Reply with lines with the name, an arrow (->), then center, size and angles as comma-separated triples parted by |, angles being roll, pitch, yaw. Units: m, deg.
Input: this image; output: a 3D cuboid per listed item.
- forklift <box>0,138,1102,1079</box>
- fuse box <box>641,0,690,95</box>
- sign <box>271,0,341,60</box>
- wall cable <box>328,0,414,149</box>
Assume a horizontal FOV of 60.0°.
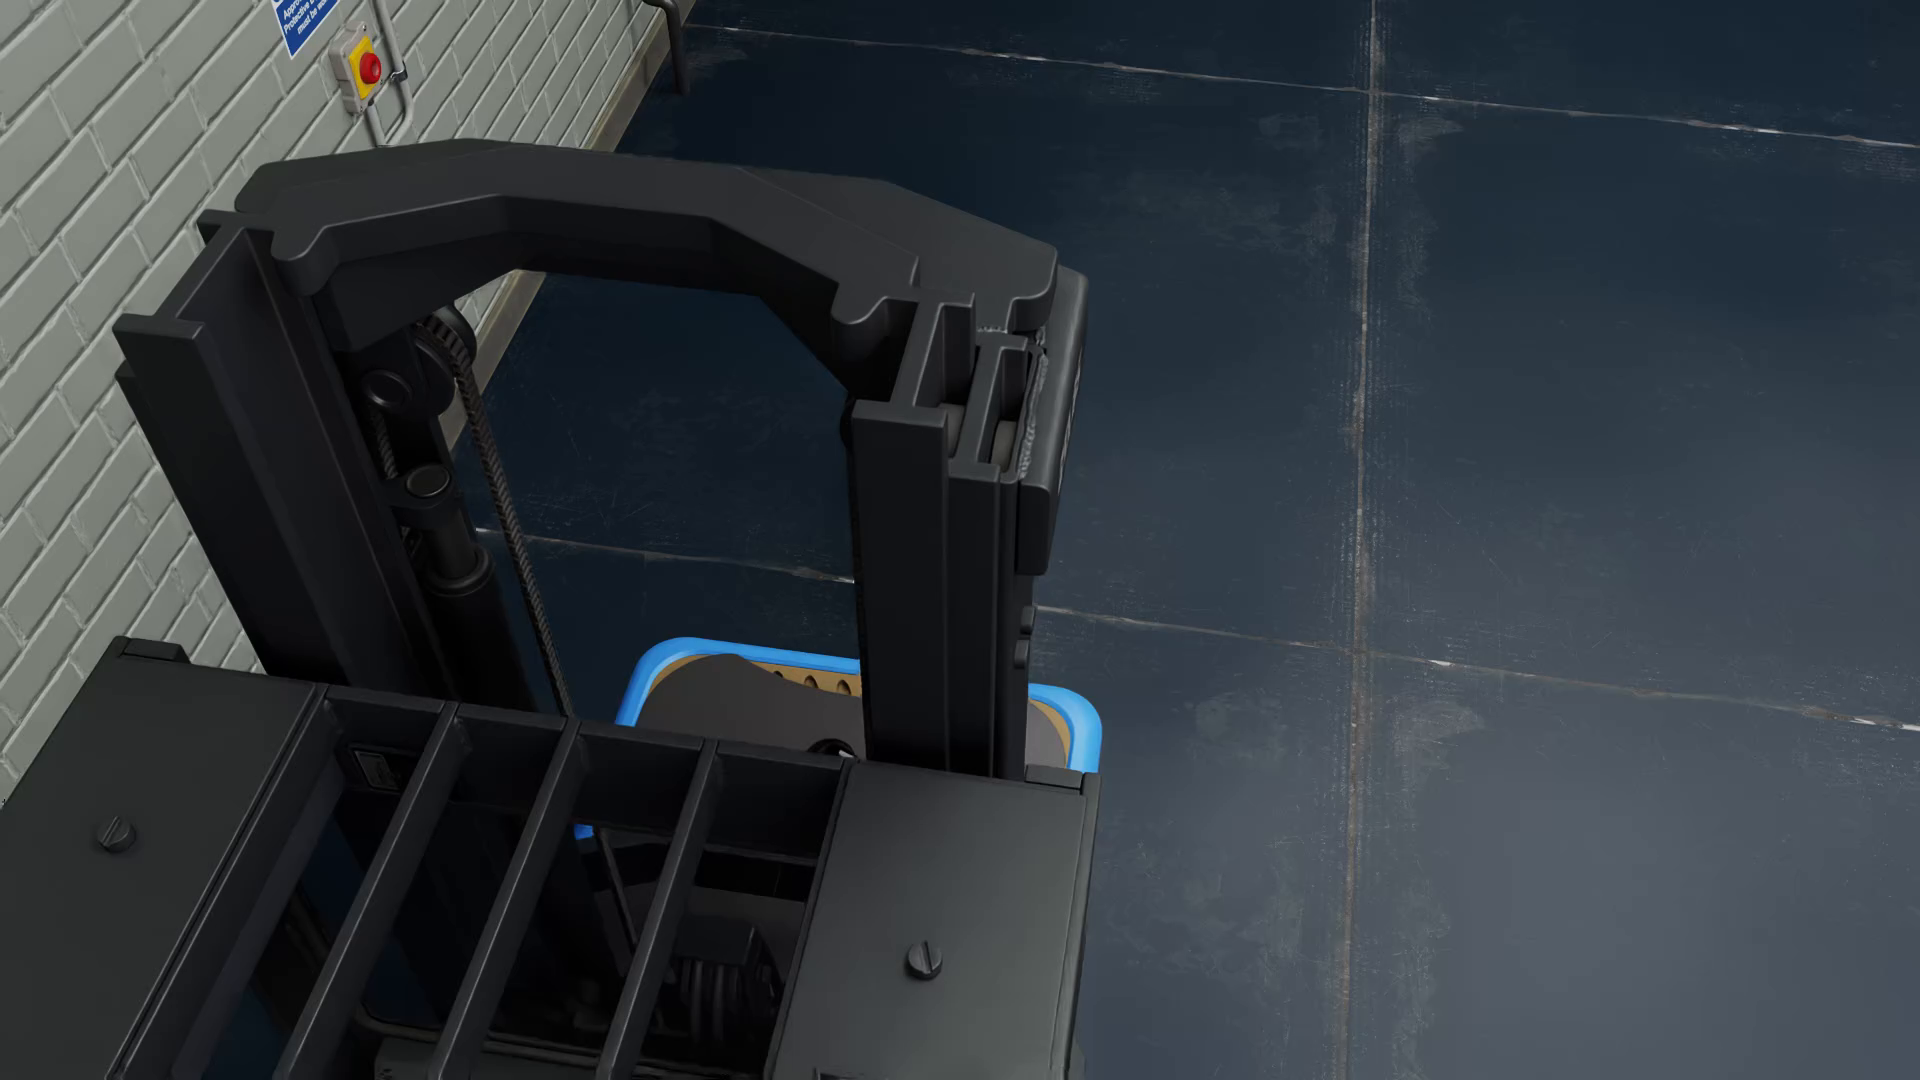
forklift -> -0.439, 1.082, 2.308 | 1.130, 2.935, 3.031 | 7, 48, 6
fuse box -> -1.120, -2.460, 6.310 | 0.414, 1.711, 0.539 | 8, 49, 7
sign -> -1.706, -1.436, 4.342 | 0.001, 0.218, 0.327 | 8, 49, 7
wall cable -> -1.638, -1.722, 4.077 | 0.123, 1.953, 0.585 | 8, 49, 7
